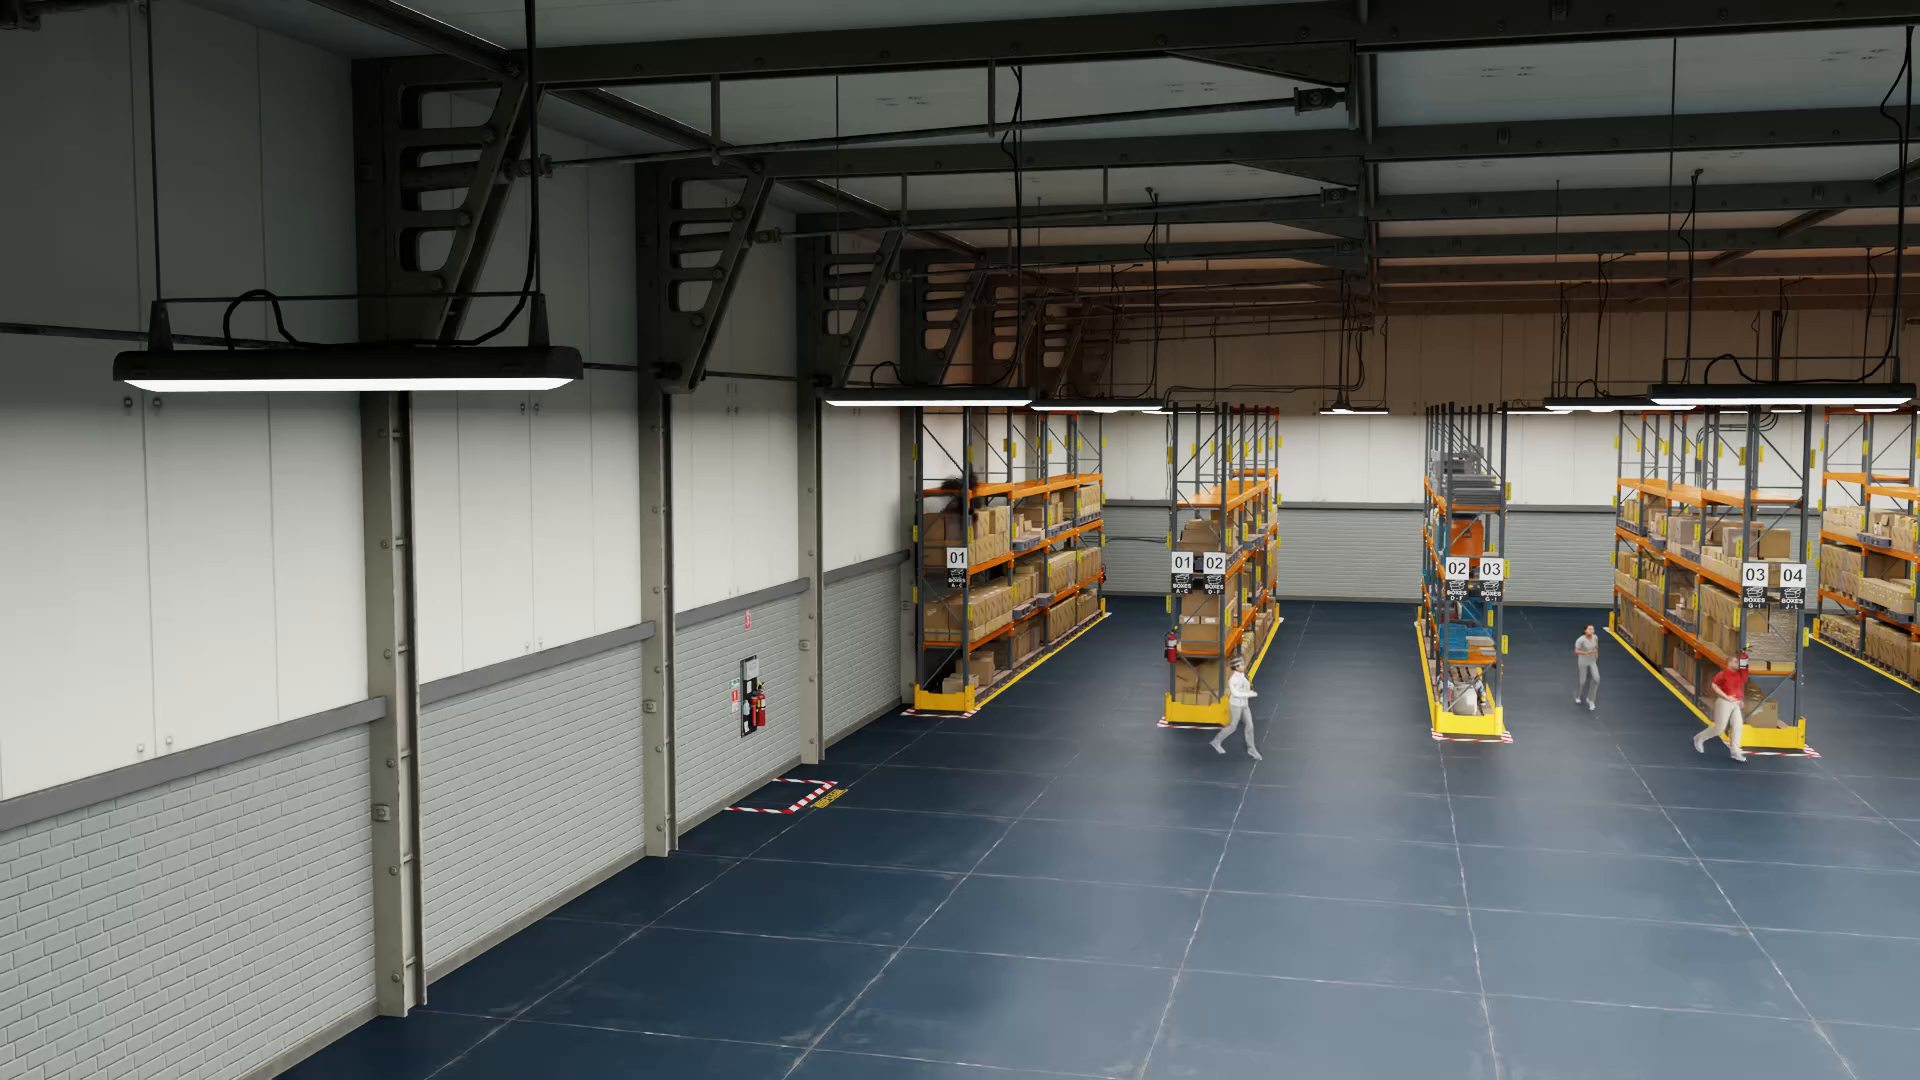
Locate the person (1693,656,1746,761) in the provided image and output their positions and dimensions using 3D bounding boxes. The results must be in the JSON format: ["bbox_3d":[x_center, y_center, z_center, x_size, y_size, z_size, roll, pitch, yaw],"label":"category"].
[{"bbox_3d":[12.950,2.805,27.982,0.732,1.689,0.955,-2,5,-27],"label":"person"}]

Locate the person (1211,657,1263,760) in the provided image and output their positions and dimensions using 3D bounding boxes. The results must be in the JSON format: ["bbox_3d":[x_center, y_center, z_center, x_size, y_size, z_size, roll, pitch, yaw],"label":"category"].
[{"bbox_3d":[4.644,2.805,27.872,0.896,1.724,0.600,2,5,30],"label":"person"}]

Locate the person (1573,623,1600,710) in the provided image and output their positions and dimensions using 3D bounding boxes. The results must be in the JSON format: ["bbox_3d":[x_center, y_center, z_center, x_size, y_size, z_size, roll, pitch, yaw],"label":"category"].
[{"bbox_3d":[12.348,2.472,32.819,0.586,1.701,0.837,-1,4,-8],"label":"person"}]
